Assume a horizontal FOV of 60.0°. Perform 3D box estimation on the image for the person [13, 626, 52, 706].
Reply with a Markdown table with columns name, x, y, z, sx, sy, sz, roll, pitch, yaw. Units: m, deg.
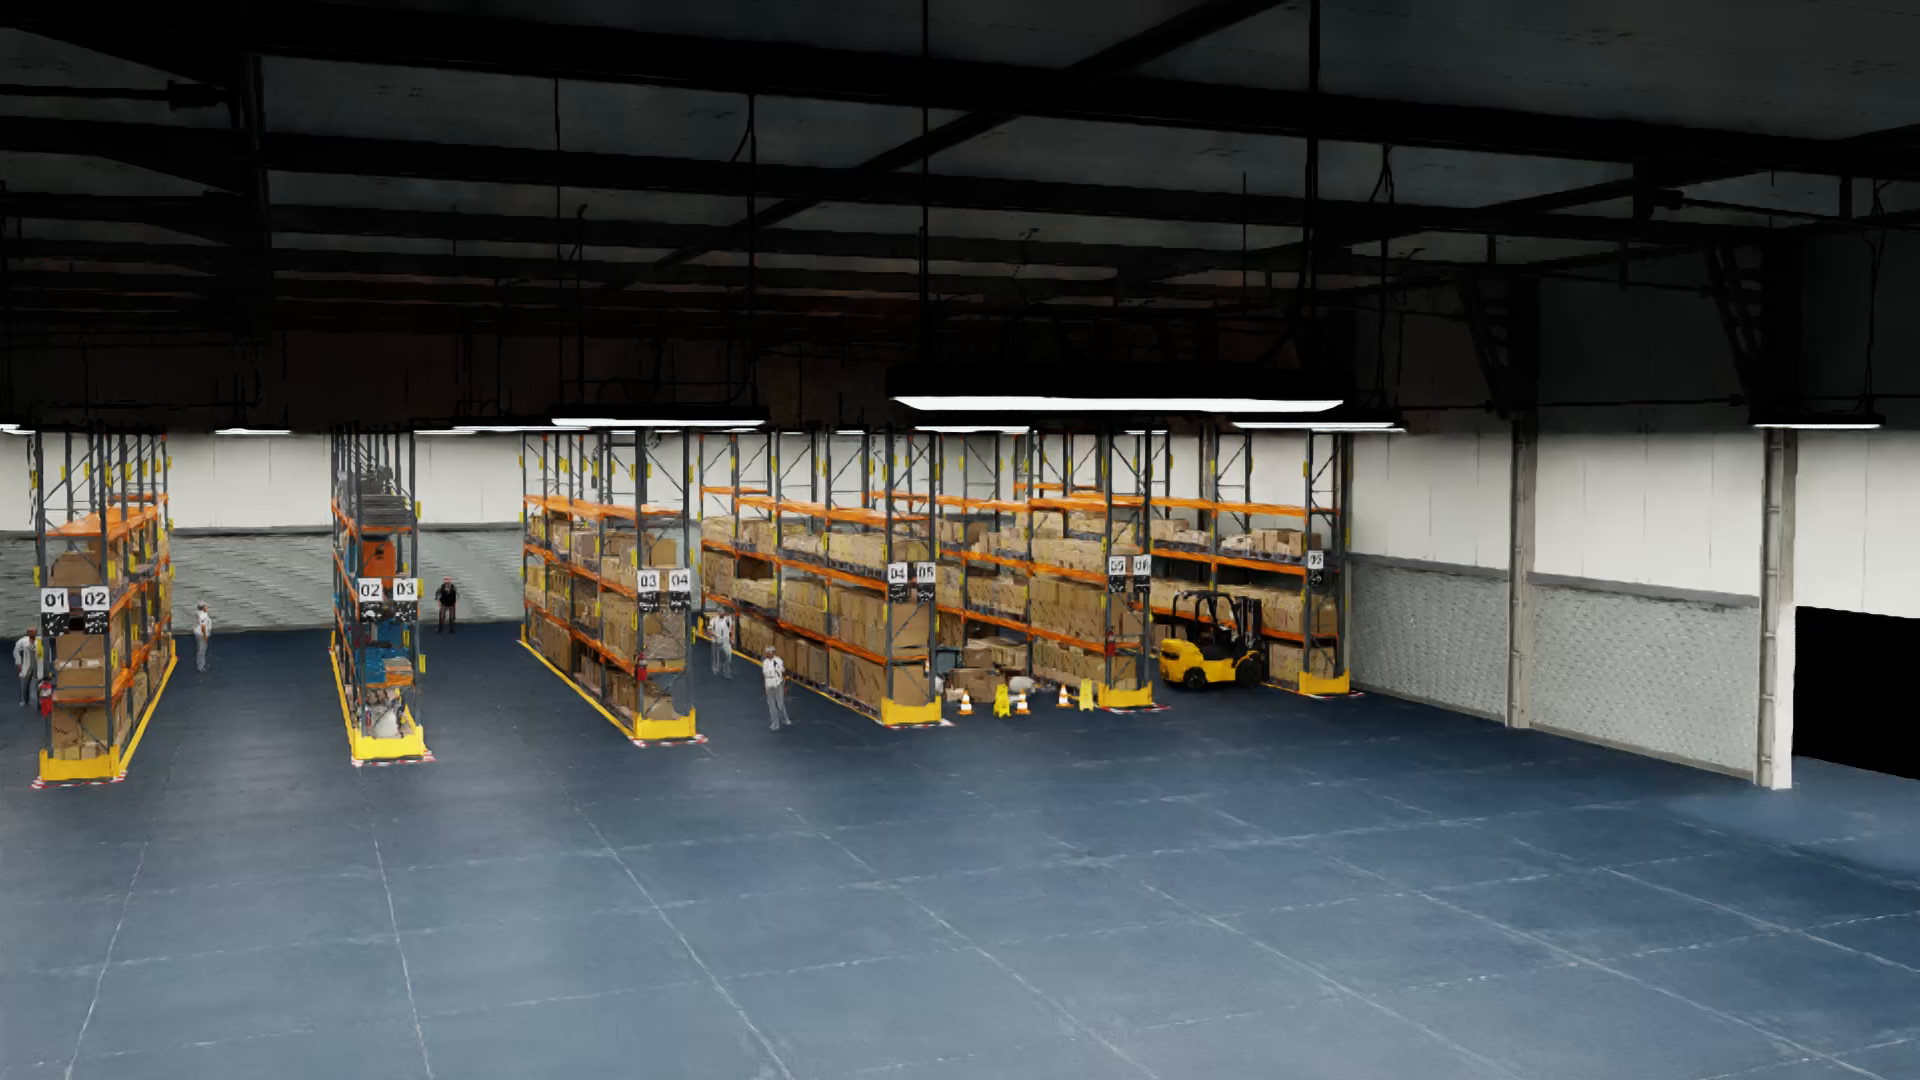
| name | x | y | z | sx | sy | sz | roll | pitch | yaw |
| --- | --- | --- | --- | --- | --- | --- | --- | --- | --- |
| person | -19.612 | 2.662 | 35.191 | 0.729 | 1.733 | 0.546 | -2 | 4 | -24 |

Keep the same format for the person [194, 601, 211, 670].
| name | x | y | z | sx | sy | sz | roll | pitch | yaw |
| --- | --- | --- | --- | --- | --- | --- | --- | --- | --- |
| person | -18.565 | 2.330 | 40.759 | 0.389 | 1.671 | 0.630 | -2 | 4 | -30 |

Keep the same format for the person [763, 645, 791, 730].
| name | x | y | z | sx | sy | sz | roll | pitch | yaw |
| --- | --- | --- | --- | --- | --- | --- | --- | --- | --- |
| person | -3.591 | 2.860 | 32.542 | 0.524 | 1.669 | 0.518 | 1 | 4 | 16 |

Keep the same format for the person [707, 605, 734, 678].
| name | x | y | z | sx | sy | sz | roll | pitch | yaw |
| --- | --- | --- | --- | --- | --- | --- | --- | --- | --- |
| person | -5.686 | 2.396 | 39.620 | 0.692 | 1.716 | 0.841 | -1 | 4 | -17 |

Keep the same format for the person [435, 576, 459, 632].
| name | x | y | z | sx | sy | sz | roll | pitch | yaw |
| --- | --- | --- | --- | --- | --- | --- | --- | --- | --- |
| person | -14.959 | 1.864 | 48.520 | 0.677 | 1.674 | 0.534 | -2 | 4 | -24 |
